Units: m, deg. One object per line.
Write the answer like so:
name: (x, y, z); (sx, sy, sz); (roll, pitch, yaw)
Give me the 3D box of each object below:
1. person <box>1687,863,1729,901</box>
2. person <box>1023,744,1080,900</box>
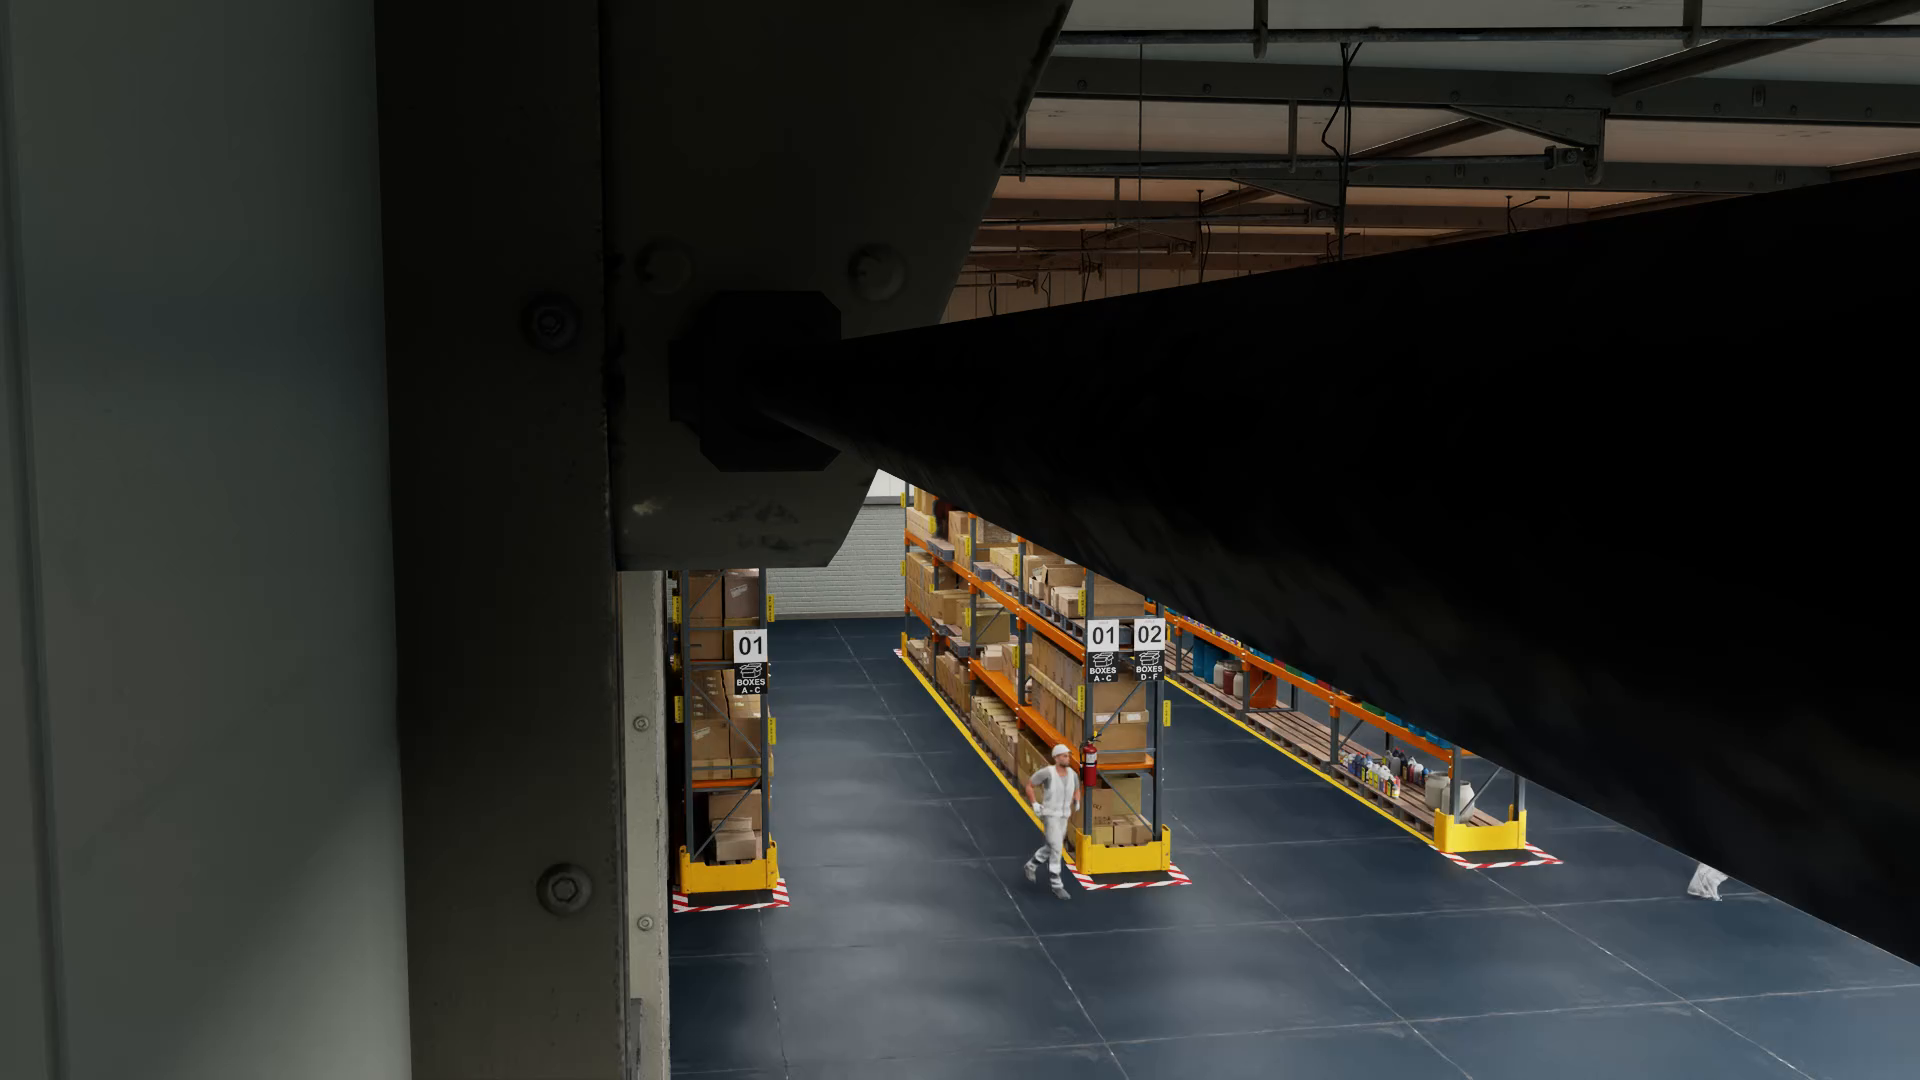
person: (9.059, 3.415, 19.705); (0.741, 1.739, 0.639); (2, 6, 16)
person: (1.163, 3.361, 20.158); (0.689, 1.787, 0.861); (-5, 8, -39)
